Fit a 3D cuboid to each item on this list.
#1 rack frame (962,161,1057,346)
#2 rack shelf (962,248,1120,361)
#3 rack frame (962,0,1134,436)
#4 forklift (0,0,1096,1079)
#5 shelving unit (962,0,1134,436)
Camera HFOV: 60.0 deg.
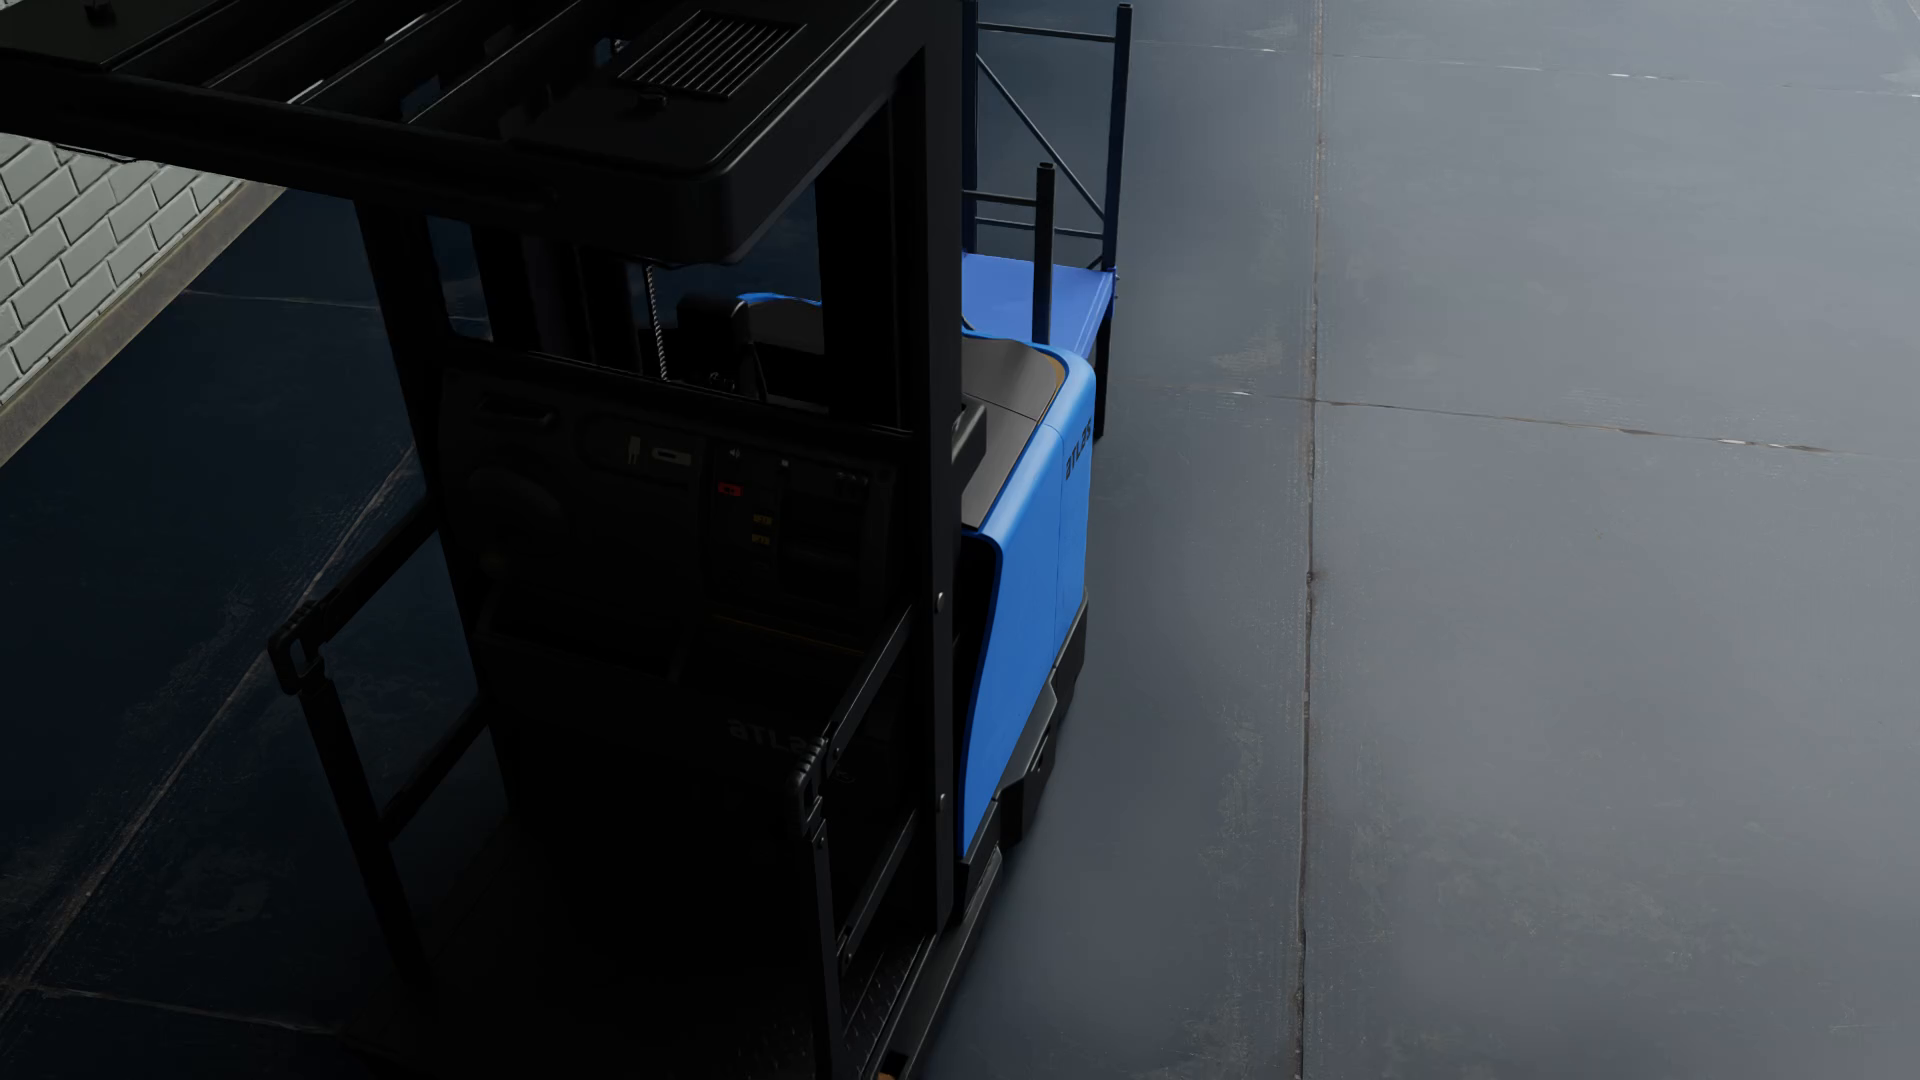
[{"bbox_3d":[-0.012,-0.357,4.505,0.500,1.500,0.032,10,41,12],"label":"rack frame"},{"bbox_3d":[0.119,-0.531,4.998,0.538,0.185,1.000,10,41,12],"label":"rack shelf"},{"bbox_3d":[0.251,-0.983,5.261,0.500,1.500,0.032,10,41,12],"label":"rack frame"},{"bbox_3d":[-0.627,0.011,2.936,1.130,2.935,3.031,13,41,15],"label":"forklift"},{"bbox_3d":[0.119,-0.670,4.883,0.538,1.500,1.048,10,41,12],"label":"shelving unit"}]
